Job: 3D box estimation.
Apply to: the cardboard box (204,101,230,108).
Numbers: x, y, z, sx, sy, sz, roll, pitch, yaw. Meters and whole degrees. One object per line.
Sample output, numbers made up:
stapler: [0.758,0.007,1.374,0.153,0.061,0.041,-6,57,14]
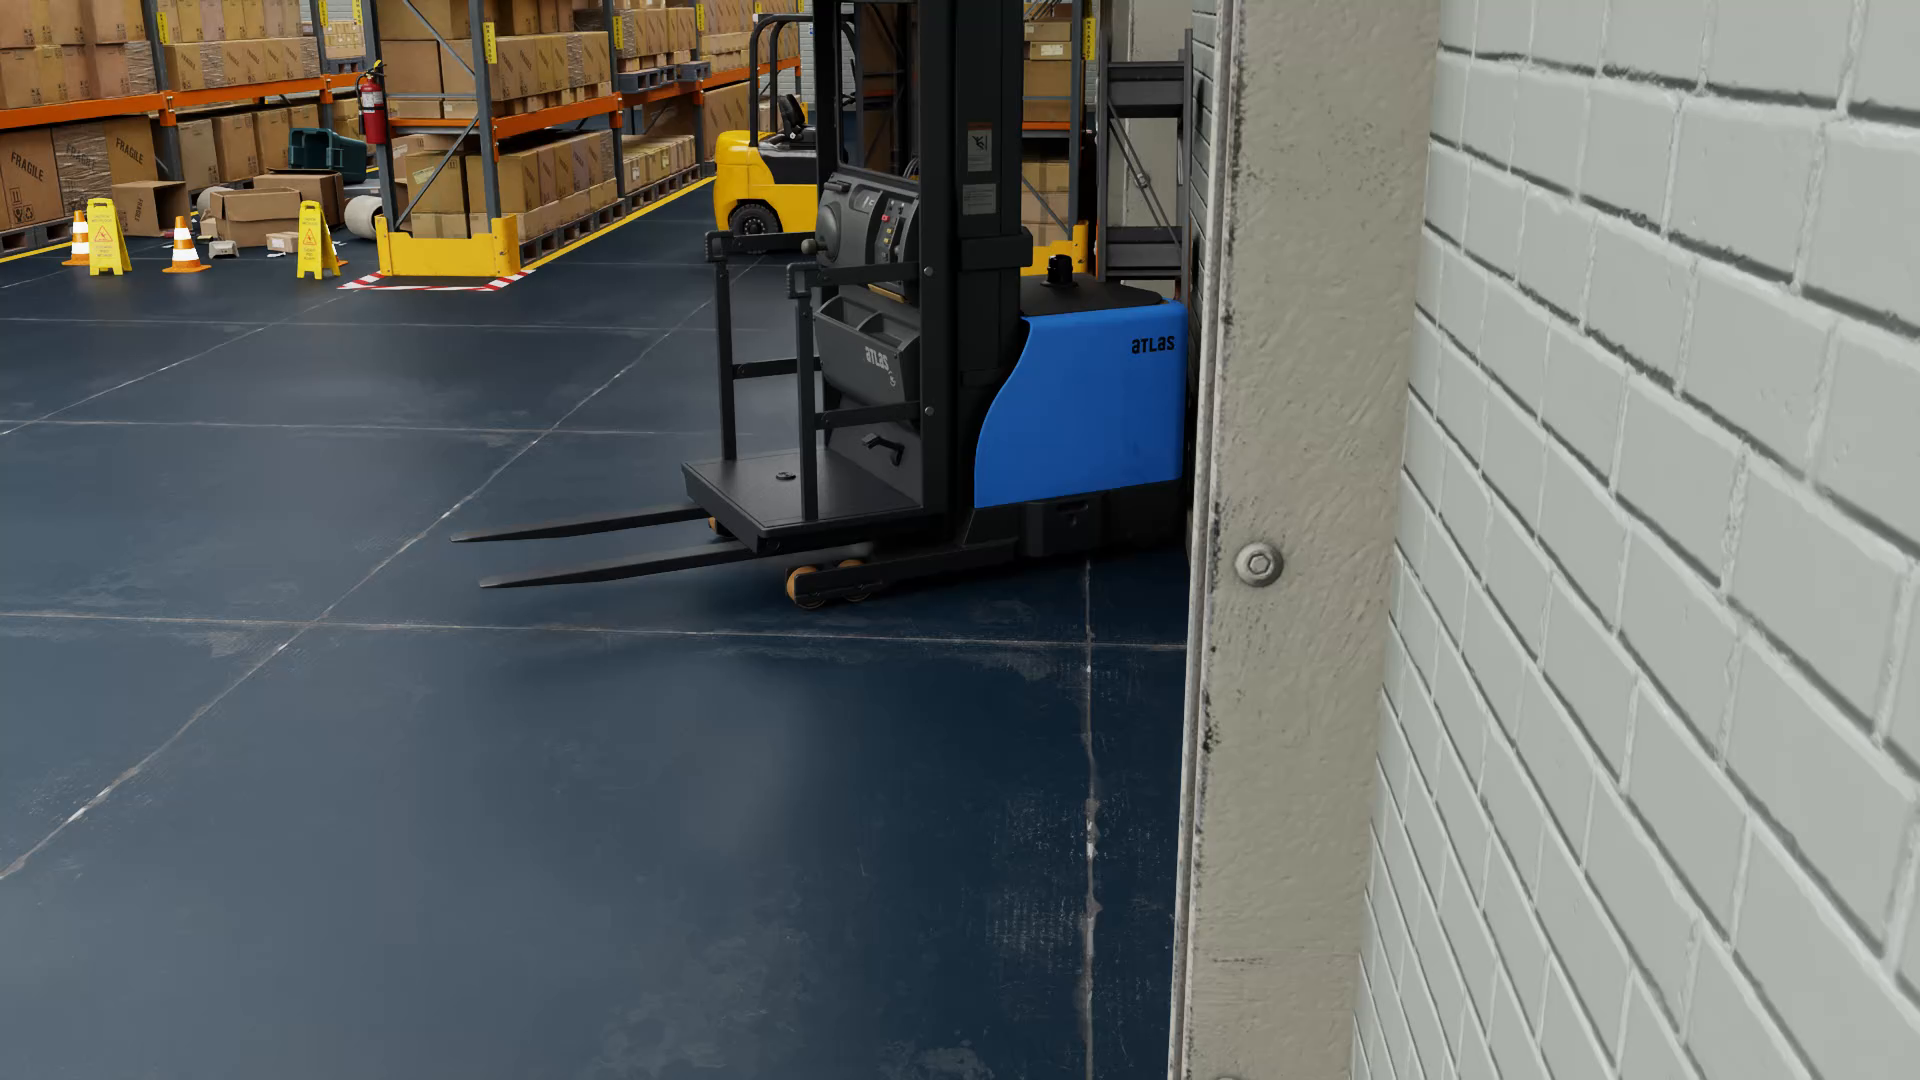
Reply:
cardboard box: [-13.228,-7.636,28.648,0.875,0.875,0.875,1,18,4]

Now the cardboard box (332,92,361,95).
cardboard box: [-8.936,-6.366,24.169,0.500,0.250,0.500,2,18,6]

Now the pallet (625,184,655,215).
pallet: [-4.118,-3.898,18.980,1.003,0.211,1.213,1,18,4]

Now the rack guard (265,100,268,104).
rack guard: [-13.195,-7.749,30.269,1.175,0.500,0.348,1,18,4]

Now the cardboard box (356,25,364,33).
cardboard box: [-8.528,-7.131,23.141,0.380,0.149,0.250,2,18,6]

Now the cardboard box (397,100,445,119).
cardboard box: [-4.646,-3.741,14.425,0.380,0.149,0.250,2,18,6]

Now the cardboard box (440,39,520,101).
cardboard box: [-4.148,-4.069,14.385,0.500,0.500,0.500,1,18,3]

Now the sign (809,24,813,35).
sign: [-2.975,-10.609,34.547,0.327,0.218,0.001,1,18,4]

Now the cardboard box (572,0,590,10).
cardboard box: [-4.328,-6.041,18.687,0.380,0.149,0.250,1,18,2]

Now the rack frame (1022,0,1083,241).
rack frame: [0.492,-3.629,13.682,1.000,3.000,0.127,1,18,4]

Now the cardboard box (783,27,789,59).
cardboard box: [-3.161,-8.285,27.728,0.500,0.500,0.500,2,18,6]

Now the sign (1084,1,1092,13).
sign: [1.619,-6.653,21.050,0.100,0.325,0.005,1,18,4]

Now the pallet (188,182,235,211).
pallet: [-9.137,-3.977,19.220,1.003,0.211,1.213,1,18,4]

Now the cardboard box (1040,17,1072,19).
cardboard box: [0.998,-5.186,16.752,0.380,0.149,0.250,1,18,2]

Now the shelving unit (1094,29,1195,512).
shelving unit: [0.827,-1.200,7.578,0.431,2.100,0.503,0,7,4]

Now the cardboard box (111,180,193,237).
cardboard box: [-8.205,-3.369,16.897,0.500,0.500,0.500,4,19,13]

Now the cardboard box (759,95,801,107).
cardboard box: [-3.260,-7.483,28.883,0.875,0.438,0.875,1,18,2]

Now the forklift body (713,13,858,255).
forklift body: [-1.192,-3.856,15.736,2.313,2.155,1.214,1,18,4]

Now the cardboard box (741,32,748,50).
cardboard box: [-3.416,-7.334,24.427,0.500,0.250,0.500,2,18,5]

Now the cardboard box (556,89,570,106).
cardboard box: [-3.991,-4.280,16.072,0.380,0.149,0.250,1,18,4]

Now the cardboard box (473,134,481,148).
cardboard box: [-4.681,-3.745,15.529,0.380,0.149,0.250,2,18,5]

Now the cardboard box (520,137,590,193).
cardboard box: [-4.017,-3.724,16.509,0.500,0.500,0.500,2,18,7]

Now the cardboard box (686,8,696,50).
cardboard box: [-3.641,-6.465,21.022,0.500,0.500,0.500,1,18,2]

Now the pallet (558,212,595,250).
pallet: [-4.270,-3.067,16.444,1.003,0.211,1.213,1,18,4]

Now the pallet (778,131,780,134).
pallet: [-3.466,-6.375,26.540,1.003,0.211,1.213,1,18,4]

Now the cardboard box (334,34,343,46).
cardboard box: [-8.578,-6.754,22.470,0.380,0.149,0.250,2,18,7]

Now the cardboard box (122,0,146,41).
cardboard box: [-9.178,-5.531,17.510,0.875,0.550,0.550,1,18,4]

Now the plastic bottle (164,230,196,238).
plastic bottle: [-7.826,-3.073,16.703,0.283,0.061,0.133,-5,19,-15]

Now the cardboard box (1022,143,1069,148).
cardboard box: [0.838,-3.612,15.764,0.500,0.250,0.500,1,18,3]

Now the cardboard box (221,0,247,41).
cardboard box: [-8.978,-6.211,19.794,0.700,0.500,0.500,1,18,3]

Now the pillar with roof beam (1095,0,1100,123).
pillar with roof beam: [-1.562,-12.363,30.701,9.100,9.000,0.400,1,18,4]

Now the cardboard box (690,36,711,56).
cardboard box: [-3.603,-6.542,22.008,0.500,0.250,0.500,1,18,4]

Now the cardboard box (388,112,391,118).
cardboard box: [-8.460,-5.844,23.781,0.500,0.500,0.500,1,18,3]

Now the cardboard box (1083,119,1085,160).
cardboard box: [1.430,-5.402,22.433,0.500,0.500,0.500,1,18,4]

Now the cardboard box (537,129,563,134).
cardboard box: [-4.484,-4.053,17.513,0.500,0.500,0.500,2,18,7]

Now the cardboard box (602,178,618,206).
cardboard box: [-3.947,-3.685,17.592,0.500,0.250,0.500,2,18,6]

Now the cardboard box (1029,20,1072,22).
cardboard box: [0.813,-4.548,14.805,0.380,0.149,0.250,2,18,6]

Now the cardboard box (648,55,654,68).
cardboard box: [-3.767,-5.549,19.269,0.380,0.149,0.250,1,18,4]

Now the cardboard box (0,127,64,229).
cardboard box: [-9.360,-3.493,16.005,0.875,0.875,0.875,1,18,3]

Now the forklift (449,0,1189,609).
forklift: [-0.567,-1.307,6.704,3.031,2.935,1.130,-9,20,-25]

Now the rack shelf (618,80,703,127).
rack shelf: [-4.029,-5.261,19.816,1.077,0.370,4.000,1,18,4]

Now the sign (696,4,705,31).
sign: [-3.344,-6.727,21.403,0.100,0.325,0.005,1,18,4]

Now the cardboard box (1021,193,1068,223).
cardboard box: [0.733,-2.901,14.398,0.500,0.250,0.500,2,18,5]

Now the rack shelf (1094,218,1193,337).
rack shelf: [0.827,-1.186,7.579,0.431,0.518,0.480,0,7,4]

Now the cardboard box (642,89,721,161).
cardboard box: [-3.753,-5.626,22.514,0.875,0.875,0.875,1,18,3]

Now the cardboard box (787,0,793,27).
cardboard box: [-3.117,-8.913,28.040,0.500,0.500,0.500,1,18,4]

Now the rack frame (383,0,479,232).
rack frame: [-4.456,-3.739,14.016,0.949,2.616,0.053,1,18,4]

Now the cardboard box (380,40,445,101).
cardboard box: [-4.695,-4.103,14.488,0.500,0.500,0.500,1,18,3]

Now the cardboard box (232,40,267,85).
cardboard box: [-8.700,-5.735,19.947,0.500,0.500,0.500,2,18,5]

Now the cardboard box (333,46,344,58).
cardboard box: [-8.577,-6.601,22.479,0.380,0.149,0.250,2,18,7]

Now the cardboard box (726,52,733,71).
cardboard box: [-3.505,-6.775,23.522,0.500,0.250,0.500,1,18,4]
